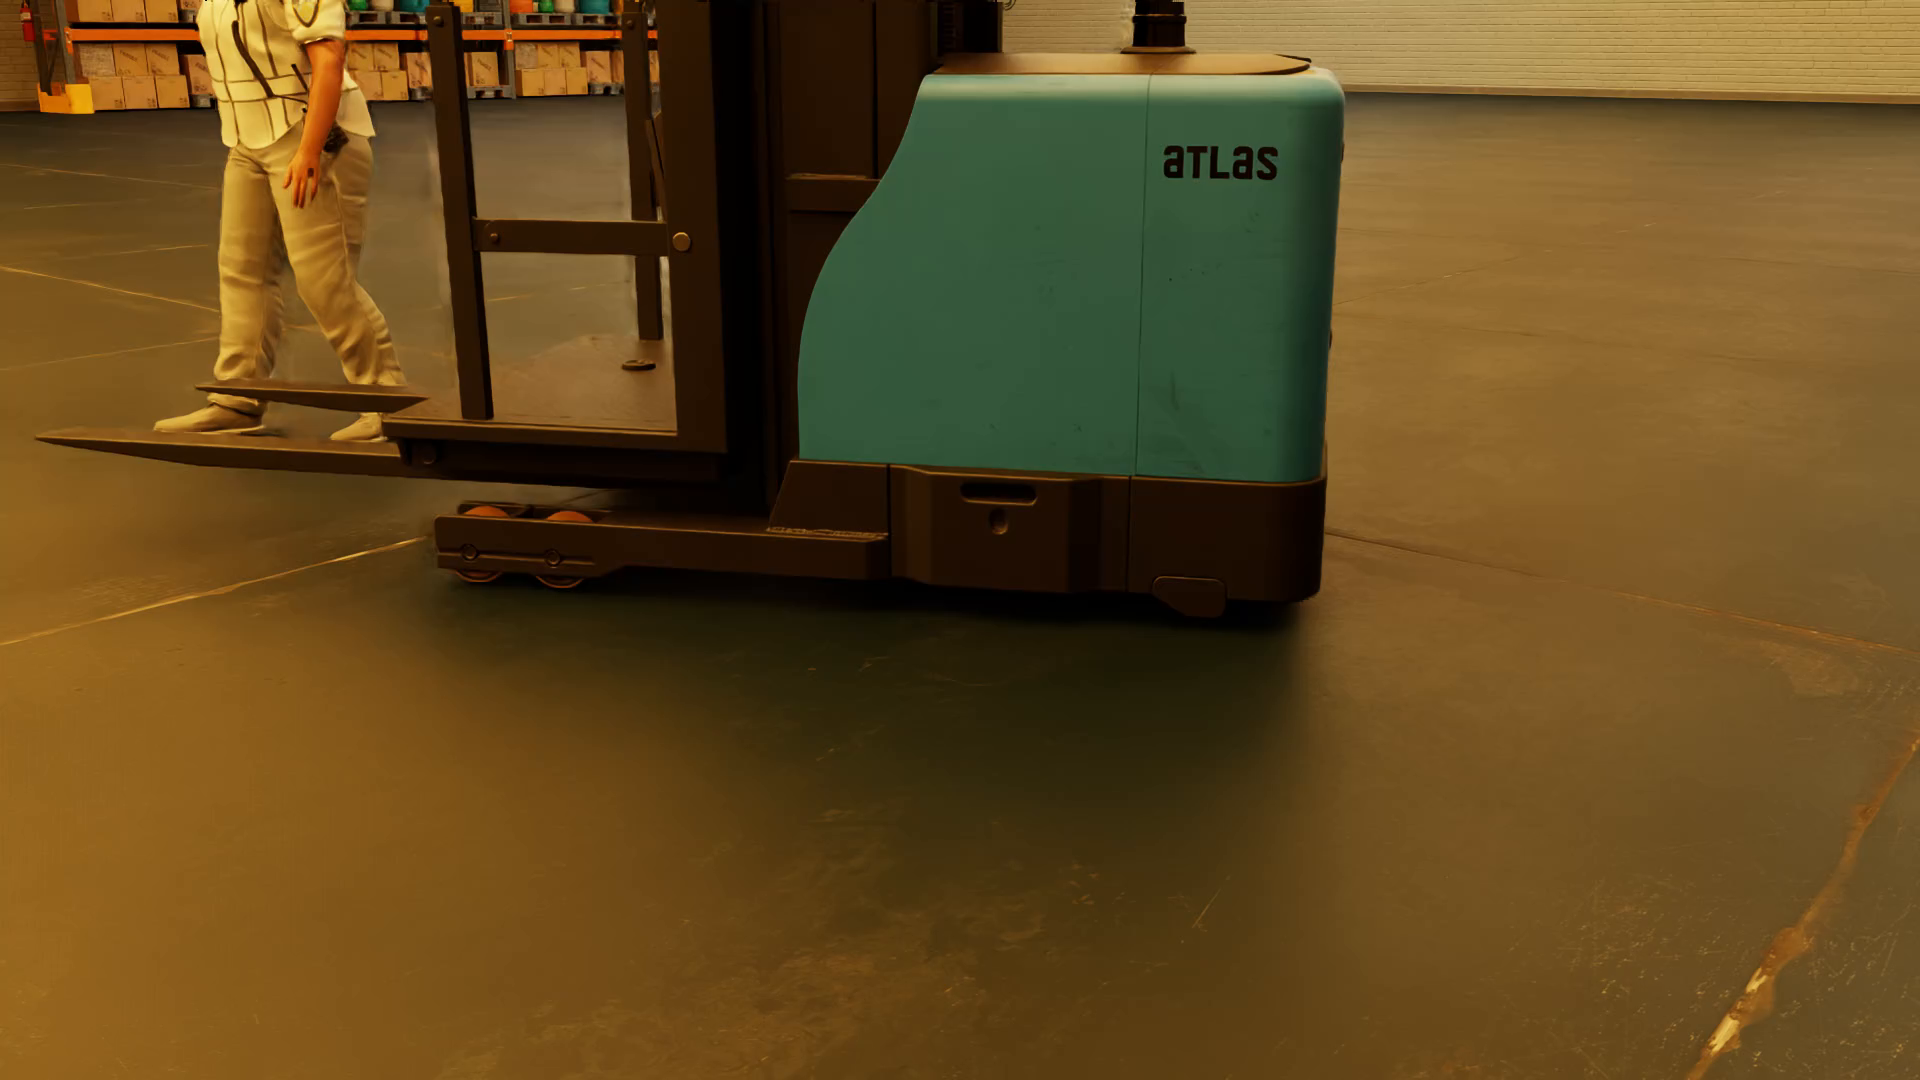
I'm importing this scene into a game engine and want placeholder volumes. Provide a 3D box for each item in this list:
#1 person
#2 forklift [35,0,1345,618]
[{"bbox_3d":[-1.981,-1.083,4.705,0.635,1.643,0.613,13,21,37],"label":"person"},{"bbox_3d":[-0.671,-1.442,3.648,3.031,2.935,1.130,3,17,11],"label":"forklift"}]
